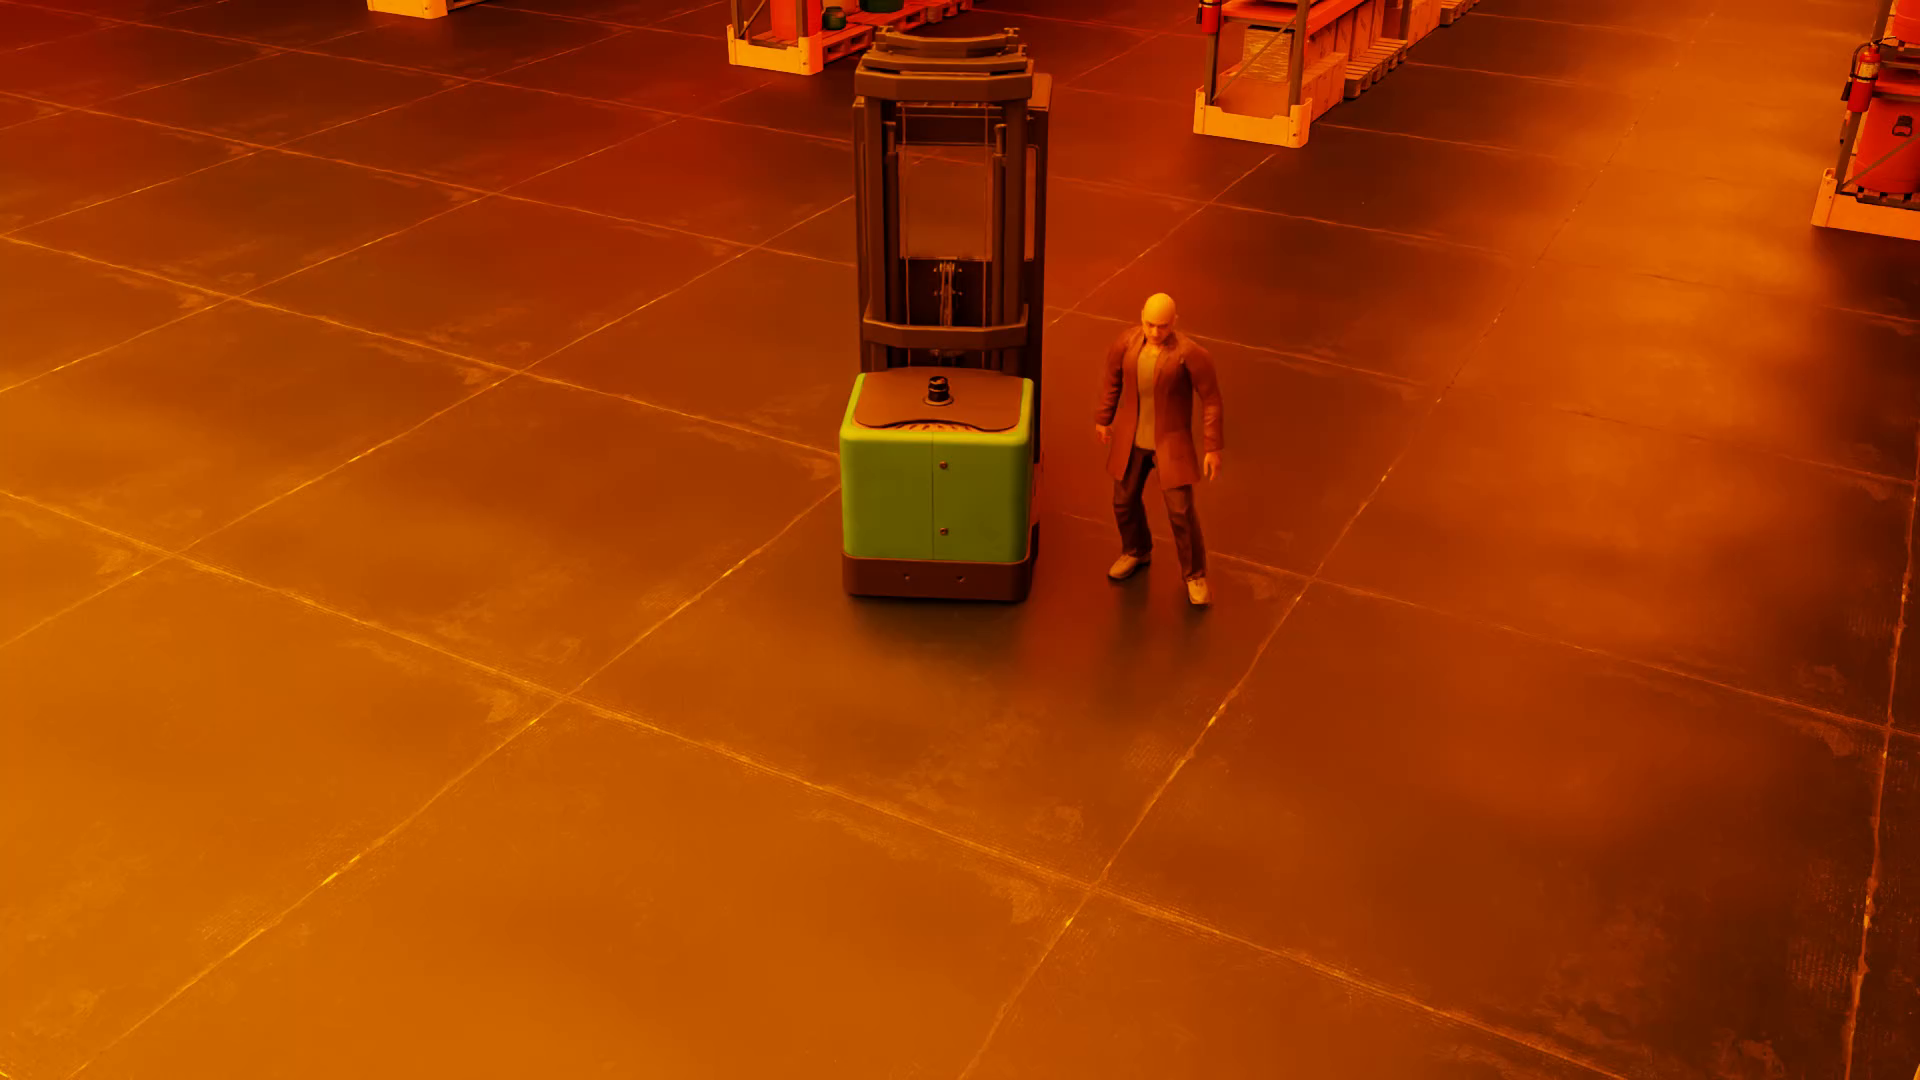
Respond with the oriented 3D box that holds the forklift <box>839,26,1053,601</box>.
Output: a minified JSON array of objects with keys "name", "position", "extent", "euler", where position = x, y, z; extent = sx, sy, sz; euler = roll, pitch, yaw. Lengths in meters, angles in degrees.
[{"name":"forklift","position":[-0.033,-1.637,9.907],"extent":[1.130,2.935,3.031],"euler":[2,30,4]}]

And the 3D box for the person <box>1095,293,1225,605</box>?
[{"name":"person","position":[1.100,-0.550,9.209],"extent":[0.878,1.751,0.409],"euler":[18,34,28]}]
